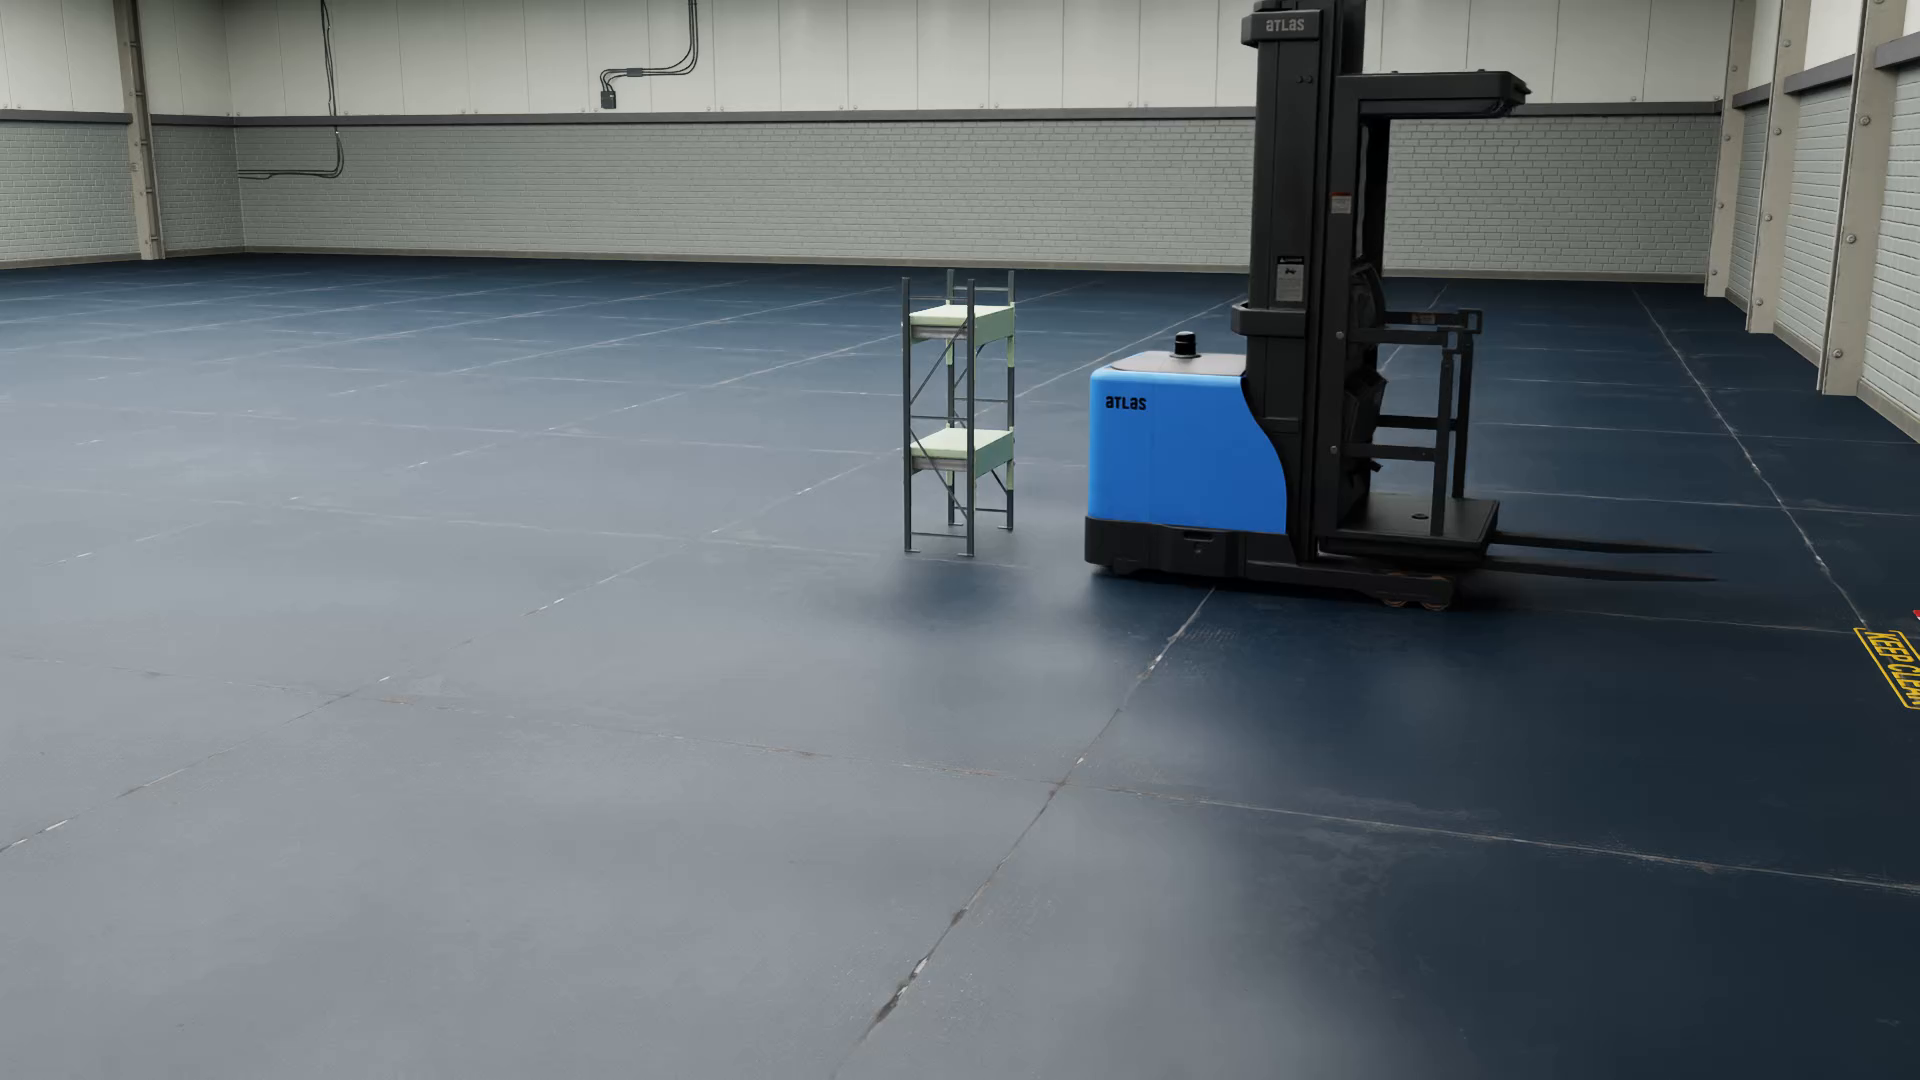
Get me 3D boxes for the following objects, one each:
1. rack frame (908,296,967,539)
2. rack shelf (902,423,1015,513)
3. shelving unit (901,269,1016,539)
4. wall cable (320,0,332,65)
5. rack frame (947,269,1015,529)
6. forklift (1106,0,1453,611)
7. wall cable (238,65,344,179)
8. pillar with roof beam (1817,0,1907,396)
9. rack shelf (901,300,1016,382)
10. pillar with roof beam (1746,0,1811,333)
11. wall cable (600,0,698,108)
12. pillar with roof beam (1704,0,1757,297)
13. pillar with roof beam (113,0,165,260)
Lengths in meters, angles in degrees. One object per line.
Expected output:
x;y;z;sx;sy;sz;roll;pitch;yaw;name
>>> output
-0.118;-0.656;8.990;0.380;1.308;0.010;4;14;18;rack frame
0.002;-0.415;9.400;0.431;0.370;0.720;4;14;18;rack shelf
0.003;-0.733;9.330;0.431;1.500;0.748;4;14;18;shelving unit
-12.963;-11.837;36.756;3.097;2.526;0.112;4;14;18;wall cable
0.121;-0.810;9.665;0.400;1.500;0.023;4;14;18;rack frame
-9.903;-0.956;7.231;22.555;2.867;12.119;5;14;21;forklift
-15.522;-9.570;38.171;3.097;2.526;0.112;4;14;18;wall cable
4.123;-6.074;15.877;9.100;9.000;0.400;4;14;18;pillar with roof beam
0.002;-1.113;9.240;0.431;0.370;0.720;4;14;18;rack shelf
6.064;-7.337;21.412;9.100;9.000;0.400;4;14;18;pillar with roof beam
-6.545;-12.055;34.438;2.305;6.003;0.169;4;14;18;wall cable
8.005;-8.601;26.946;9.100;9.000;0.400;4;14;18;pillar with roof beam
-13.653;-10.249;34.167;9.100;9.000;0.400;4;14;18;pillar with roof beam
